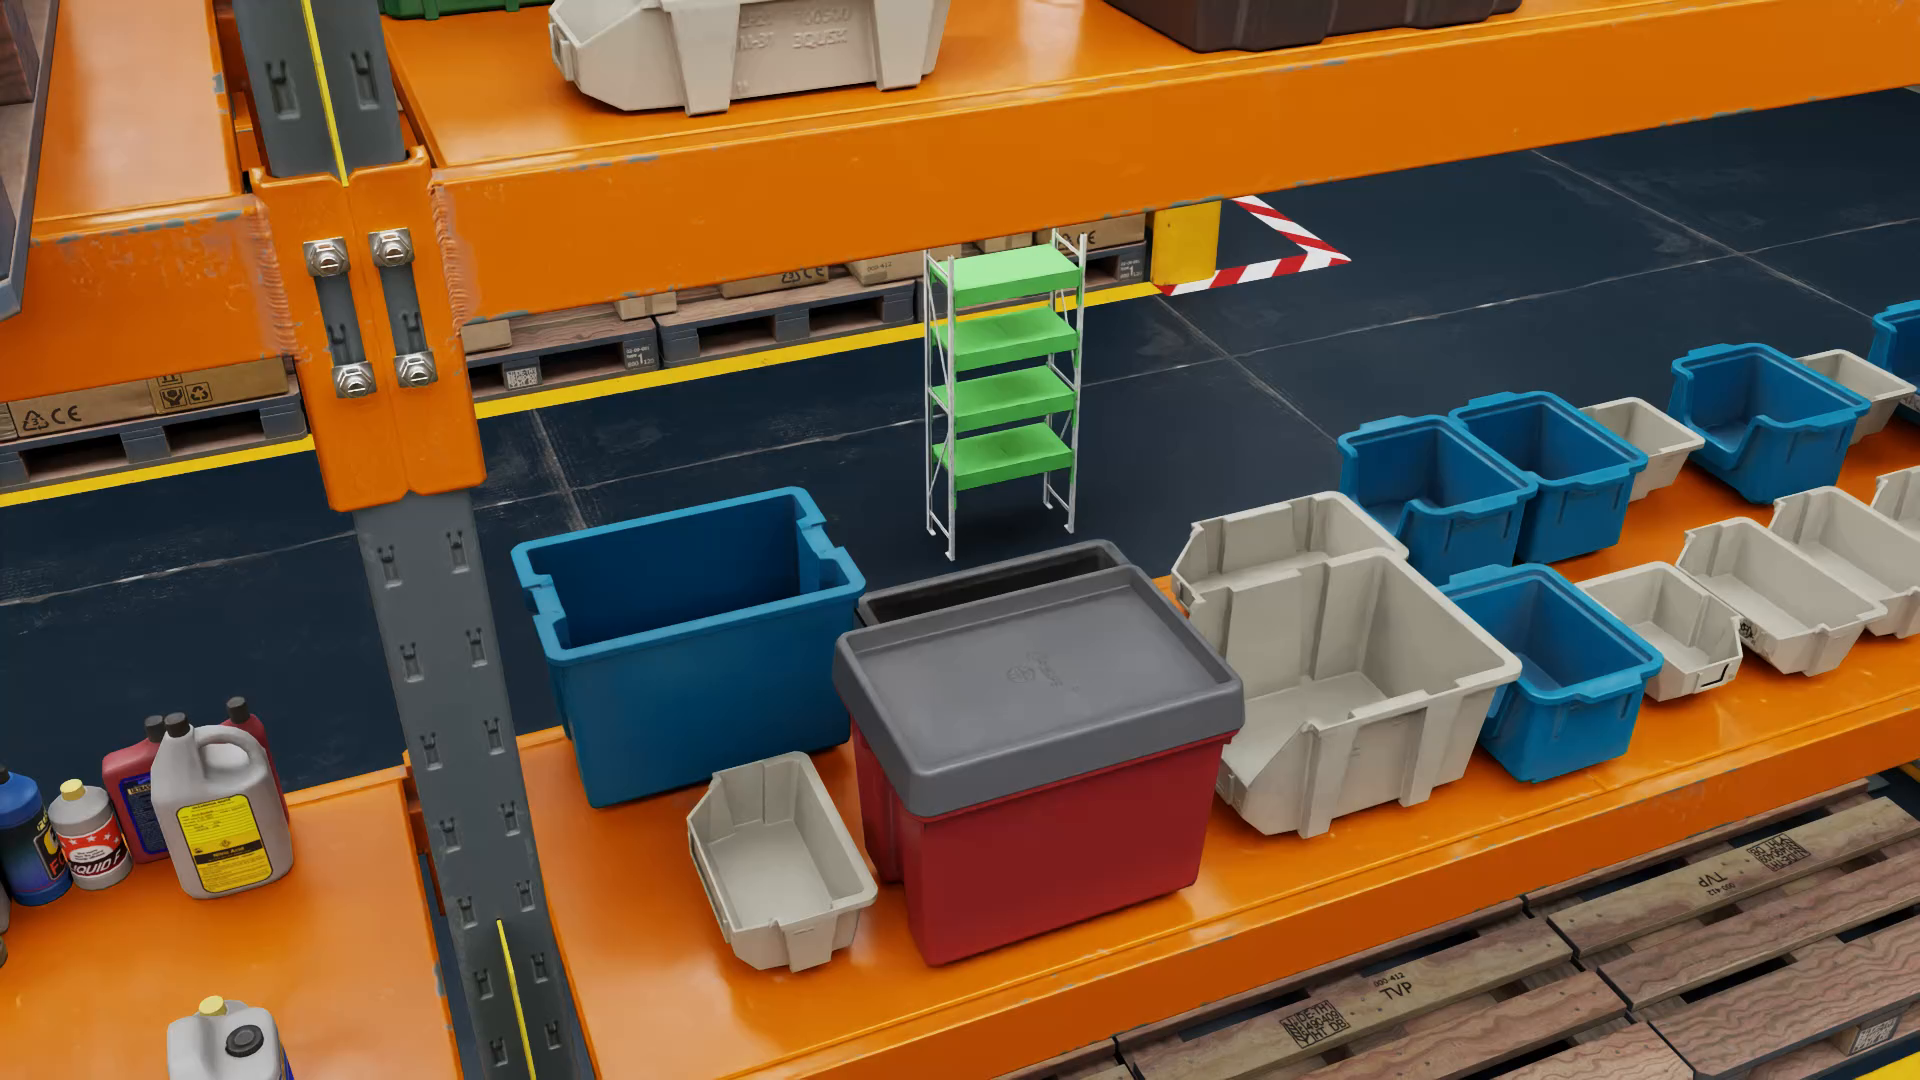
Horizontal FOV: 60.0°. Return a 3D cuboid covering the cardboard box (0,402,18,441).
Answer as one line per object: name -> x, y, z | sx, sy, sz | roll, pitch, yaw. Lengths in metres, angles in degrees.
cardboard box -> -3.978, -0.677, 6.428 | 0.500, 0.500, 0.500 | -12, 35, -18

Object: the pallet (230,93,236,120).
pallet -> -3.491, -1.800, 6.442 | 1.213, 0.211, 1.003 | -13, 35, -19

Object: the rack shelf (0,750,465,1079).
rack shelf -> -2.642, 1.221, 2.282 | 4.000, 0.370, 1.077 | -13, 35, -19

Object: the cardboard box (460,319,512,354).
cardboard box -> -2.242, -1.031, 7.146 | 0.500, 0.311, 0.500 | -13, 35, -19

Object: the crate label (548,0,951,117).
crate label -> -0.235, -0.607, 1.924 | 0.466, 0.136, 0.293 | -13, 35, -19

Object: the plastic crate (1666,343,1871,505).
plastic crate -> 1.928, -0.276, 4.023 | 0.300, 0.233, 0.416 | -13, 35, -19

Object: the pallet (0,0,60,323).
pallet -> -1.483, -0.466, 1.638 | 1.003, 0.211, 1.213 | -13, 35, -19

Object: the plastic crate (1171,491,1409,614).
plastic crate -> 0.691, 0.064, 3.588 | 0.466, 0.136, 0.293 | -13, 35, -19

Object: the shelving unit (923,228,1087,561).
shelving unit -> 0.153, -0.538, 5.976 | 0.503, 1.200, 0.258 | -13, 35, -19

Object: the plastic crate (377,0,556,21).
plastic crate -> -0.525, -0.912, 2.346 | 0.662, 0.188, 0.450 | -13, 35, -19

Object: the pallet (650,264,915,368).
pallet -> -0.952, -1.229, 7.946 | 1.213, 0.211, 1.003 | -13, 35, -19

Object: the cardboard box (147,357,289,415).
cardboard box -> -3.056, -0.882, 6.744 | 0.500, 0.500, 0.500 | -13, 35, -19

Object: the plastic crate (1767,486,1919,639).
plastic crate -> 1.935, 0.056, 3.601 | 0.243, 0.136, 0.396 | -13, 35, -19

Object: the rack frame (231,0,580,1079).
rack frame -> -0.797, 0.499, 2.732 | 0.053, 2.616, 0.949 | -13, 35, -19

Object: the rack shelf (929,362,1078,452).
rack shelf -> 0.153, -0.484, 6.011 | 0.480, 0.148, 0.258 | -13, 35, -19

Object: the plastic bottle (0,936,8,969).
plastic bottle -> -1.644, 0.623, 2.724 | 0.097, 0.201, 0.097 | 0, 33, 0

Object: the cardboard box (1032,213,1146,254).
cardboard box -> 0.570, -1.736, 8.057 | 0.500, 0.500, 0.500 | -13, 35, -19

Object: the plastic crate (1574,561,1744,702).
plastic crate -> 1.422, 0.199, 3.381 | 0.250, 0.136, 0.298 | -13, 35, -19

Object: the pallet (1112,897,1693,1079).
pallet -> 0.991, 1.232, 4.163 | 1.213, 0.211, 1.003 | -13, 35, -19

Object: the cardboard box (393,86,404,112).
cardboard box -> -2.137, -2.006, 6.492 | 0.500, 0.500, 0.500 | -12, 35, -18

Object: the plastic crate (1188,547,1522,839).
plastic crate -> 0.681, 0.292, 3.104 | 0.530, 0.282, 0.437 | -13, 35, -19

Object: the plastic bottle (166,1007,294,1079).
plastic bottle -> -1.037, 0.795, 2.391 | 0.135, 0.276, 0.152 | -13, 35, -19

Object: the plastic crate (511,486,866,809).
plastic crate -> -0.500, 0.209, 3.138 | 0.575, 0.384, 0.392 | -13, 35, -19

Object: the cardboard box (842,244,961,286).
cardboard box -> -0.318, -1.446, 7.840 | 0.500, 0.250, 0.500 | -13, 35, -19

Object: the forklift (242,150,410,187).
forklift -> -3.522, -3.207, 8.492 | 3.031, 2.935, 1.130 | -12, 35, -18

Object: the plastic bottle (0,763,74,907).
plastic bottle -> -1.614, 0.497, 2.854 | 0.097, 0.271, 0.097 | 0, 33, 0

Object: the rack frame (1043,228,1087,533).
rack frame -> 0.378, -0.589, 6.056 | 0.015, 1.200, 0.240 | -13, 35, -19

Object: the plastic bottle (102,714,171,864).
plastic bottle -> -1.425, 0.438, 2.934 | 0.133, 0.283, 0.061 | -13, 35, -19

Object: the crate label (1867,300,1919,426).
crate label -> 2.535, -0.415, 4.236 | 0.303, 0.233, 0.416 | -13, 35, -19

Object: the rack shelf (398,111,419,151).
rack shelf -> -0.868, -2.115, 7.409 | 4.000, 0.370, 1.077 | -13, 35, -19

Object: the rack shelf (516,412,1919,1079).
rack shelf -> 1.046, 0.377, 3.580 | 4.000, 0.370, 1.077 | -13, 35, -19

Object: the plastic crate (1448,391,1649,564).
plastic crate -> 1.321, -0.137, 3.809 | 0.300, 0.233, 0.416 | -13, 35, -19

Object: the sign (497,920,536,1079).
sign -> -0.587, 0.659, 2.234 | 0.005, 0.325, 0.100 | -13, 35, -19

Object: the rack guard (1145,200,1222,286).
rack guard -> 0.906, -1.775, 8.519 | 0.348, 0.500, 1.175 | -13, 35, -19

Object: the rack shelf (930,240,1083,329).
rack shelf -> 0.153, -0.887, 5.750 | 0.480, 0.148, 0.258 | -13, 35, -19
